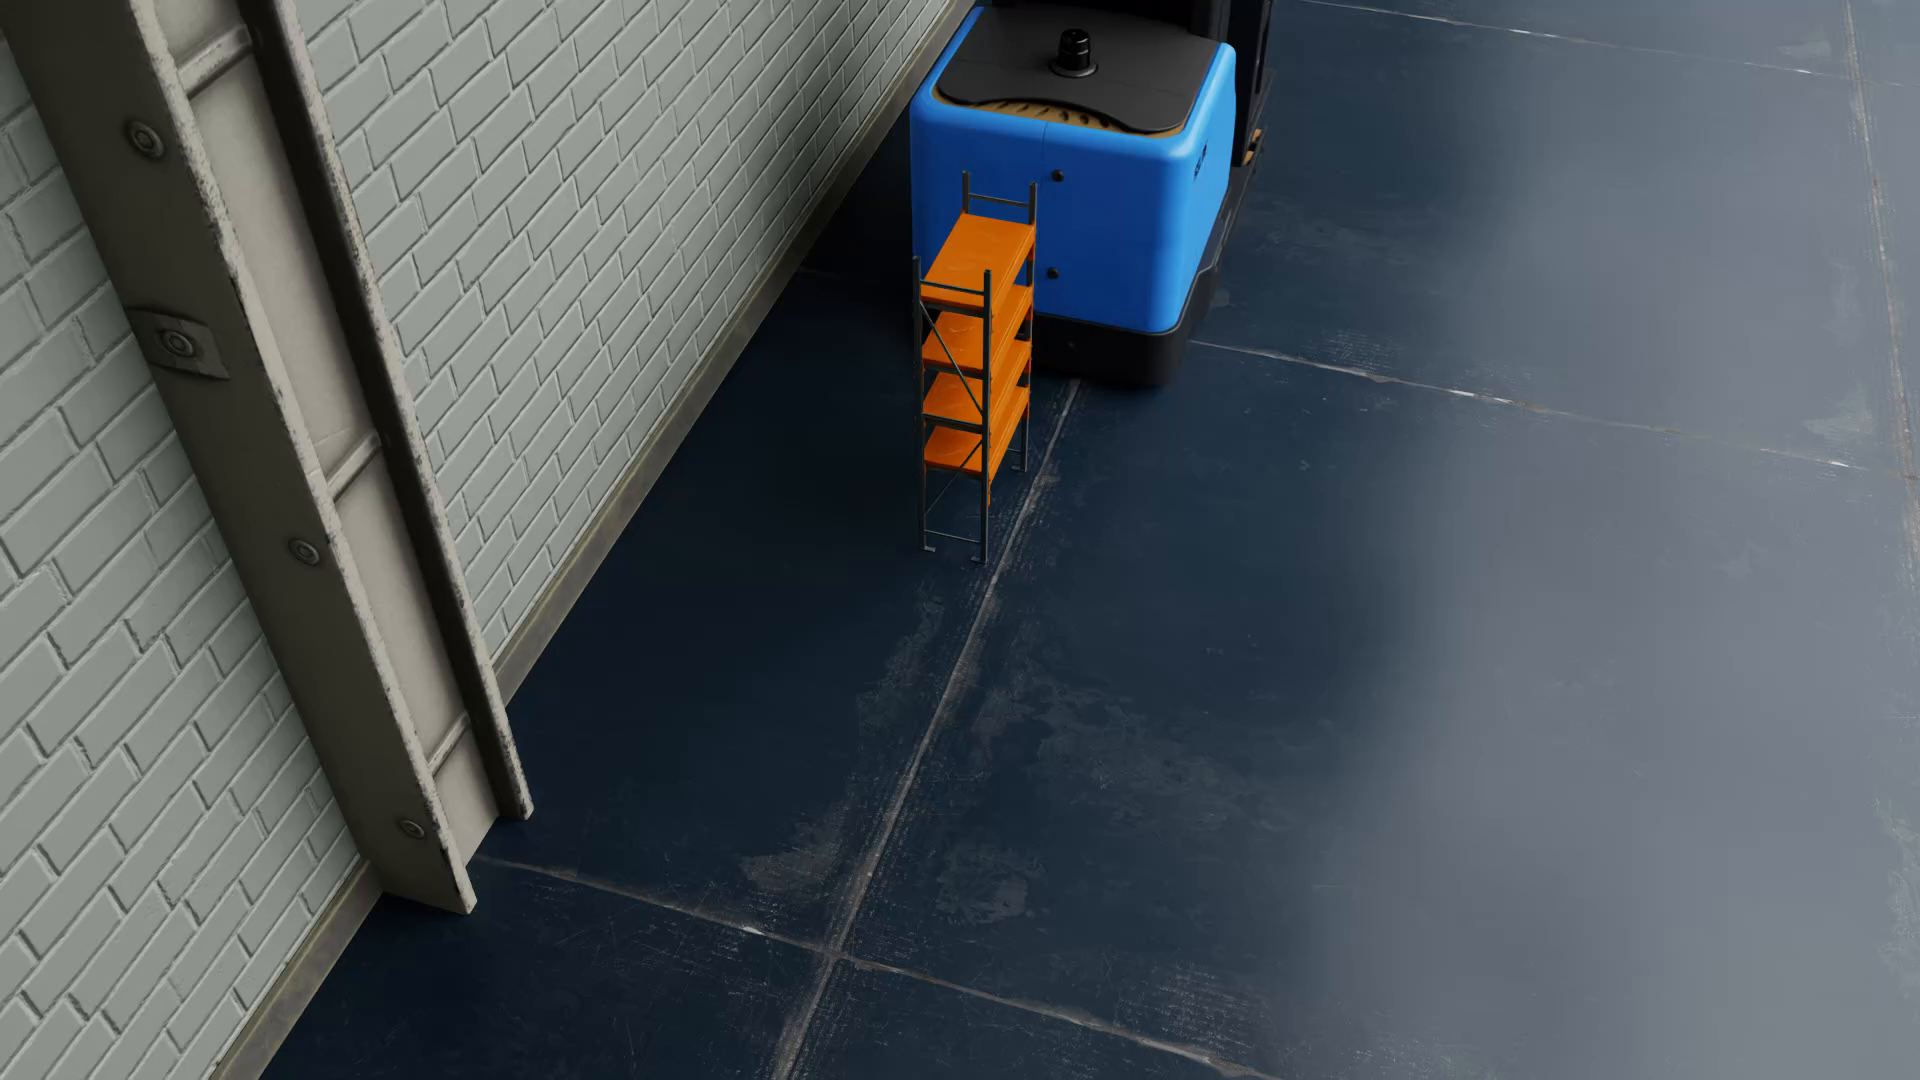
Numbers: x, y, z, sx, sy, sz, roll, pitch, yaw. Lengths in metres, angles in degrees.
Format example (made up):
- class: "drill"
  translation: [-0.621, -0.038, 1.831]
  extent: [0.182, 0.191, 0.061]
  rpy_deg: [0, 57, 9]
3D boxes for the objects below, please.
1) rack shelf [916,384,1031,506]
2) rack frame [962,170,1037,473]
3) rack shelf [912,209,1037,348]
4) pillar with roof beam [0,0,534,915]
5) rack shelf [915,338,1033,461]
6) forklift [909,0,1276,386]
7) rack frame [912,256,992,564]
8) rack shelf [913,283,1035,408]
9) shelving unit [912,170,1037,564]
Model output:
- class: "rack shelf"
  translation: [0.050, -0.349, 5.629]
  extent: [0.258, 0.148, 0.480]
  rpy_deg: [13, 46, 12]
- class: "rack frame"
  translation: [0.124, -0.702, 5.609]
  extent: [0.240, 1.200, 0.015]
  rpy_deg: [13, 46, 12]
- class: "rack shelf"
  translation: [0.050, -0.820, 5.168]
  extent: [0.258, 0.148, 0.480]
  rpy_deg: [13, 46, 12]
- class: "pillar with roof beam"
  translation: [2.634, -1.414, 0.761]
  extent: [9.100, 9.000, 0.400]
  rpy_deg: [13, 46, 13]
- class: "rack shelf"
  translation: [0.050, -0.491, 5.490]
  extent: [0.258, 0.148, 0.480]
  rpy_deg: [13, 46, 12]
- class: "forklift"
  translation: [0.740, -2.673, 6.386]
  extent: [1.130, 2.935, 3.031]
  rpy_deg: [13, 46, 13]
- class: "rack frame"
  translation: [-0.024, -0.377, 5.277]
  extent: [0.240, 1.200, 0.015]
  rpy_deg: [13, 46, 12]
- class: "rack shelf"
  translation: [0.050, -0.651, 5.334]
  extent: [0.258, 0.148, 0.480]
  rpy_deg: [13, 46, 12]
- class: "shelving unit"
  translation: [0.050, -0.539, 5.443]
  extent: [0.258, 1.200, 0.503]
  rpy_deg: [13, 46, 12]
